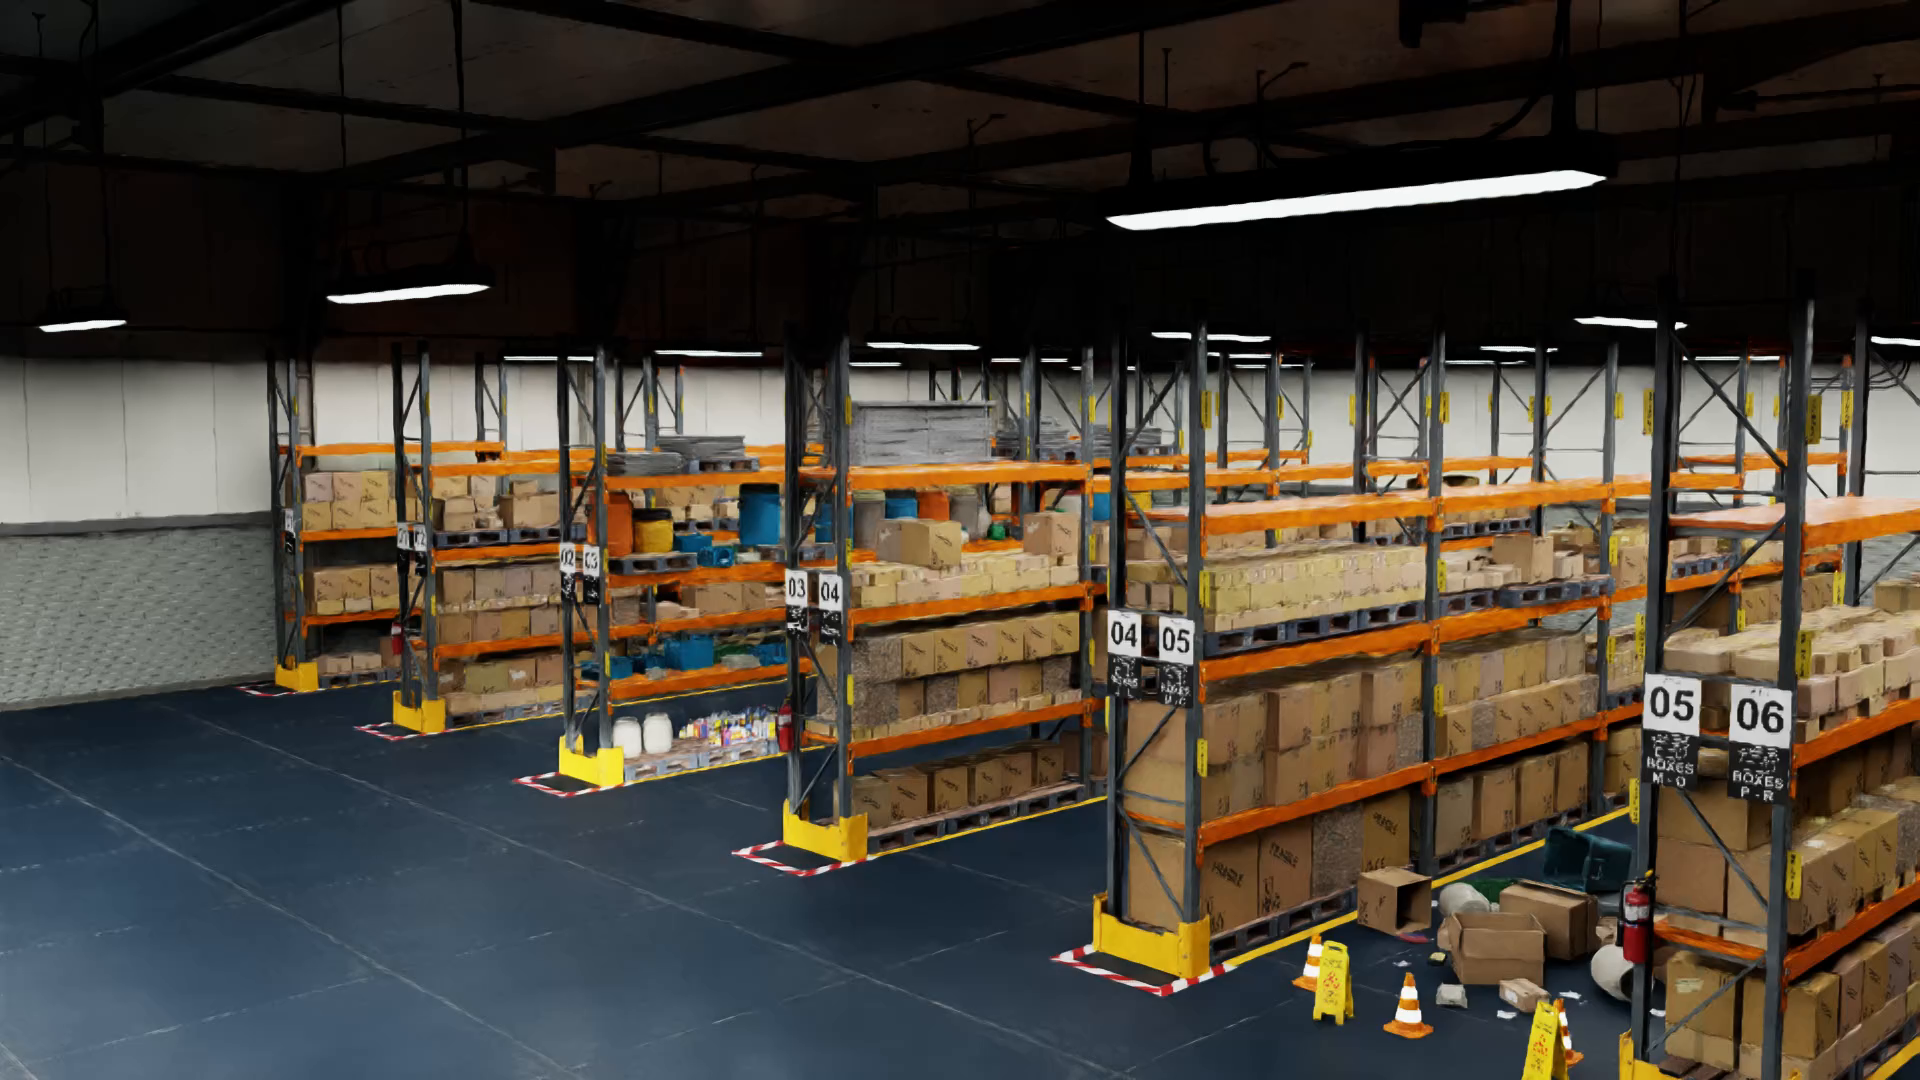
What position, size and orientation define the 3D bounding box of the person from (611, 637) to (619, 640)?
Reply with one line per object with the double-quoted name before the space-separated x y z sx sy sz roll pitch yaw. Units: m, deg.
"person" -6.441 1.717 30.189 0.523 1.667 0.477 -1 5 -12
